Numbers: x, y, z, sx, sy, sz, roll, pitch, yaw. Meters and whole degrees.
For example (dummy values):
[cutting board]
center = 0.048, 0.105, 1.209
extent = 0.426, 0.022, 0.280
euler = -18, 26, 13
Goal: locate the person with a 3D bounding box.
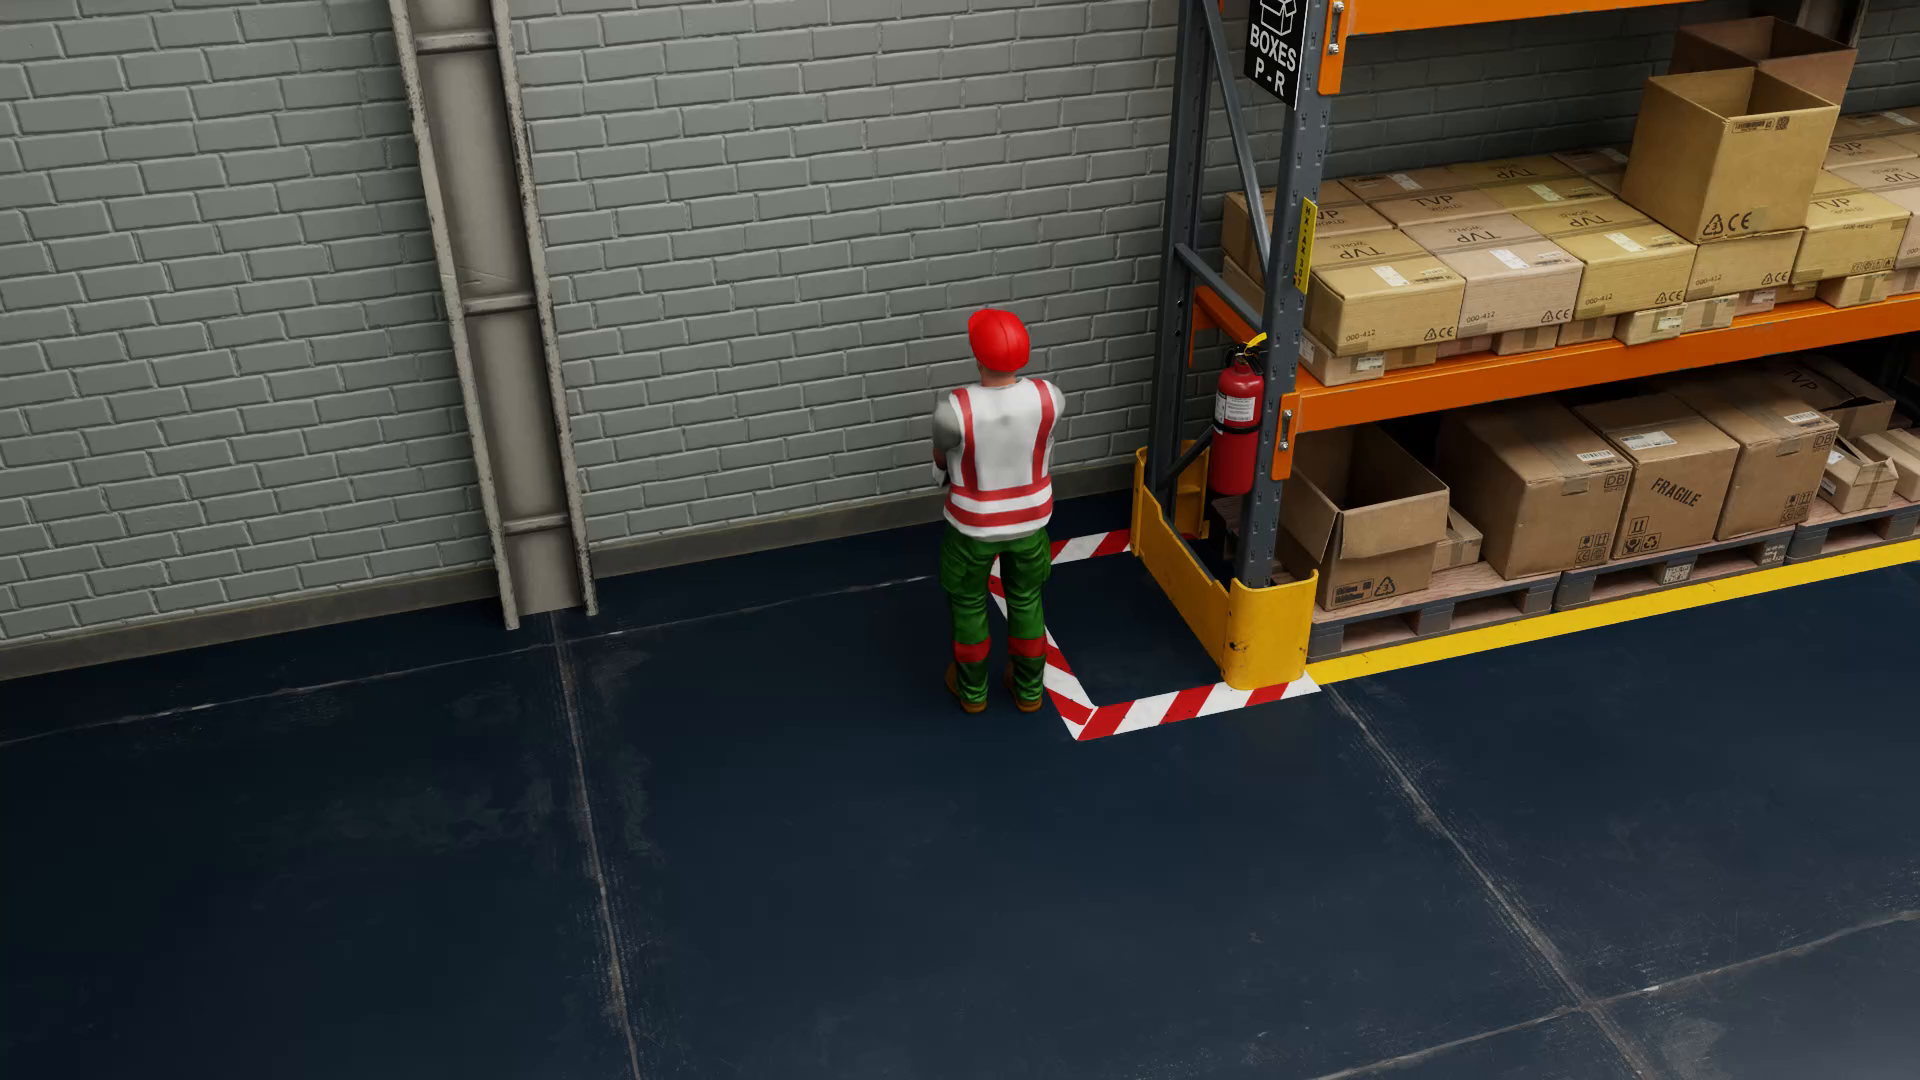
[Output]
[person]
center = 0.107, -0.126, 6.317
extent = 0.494, 1.781, 0.564
euler = -8, 35, -12
